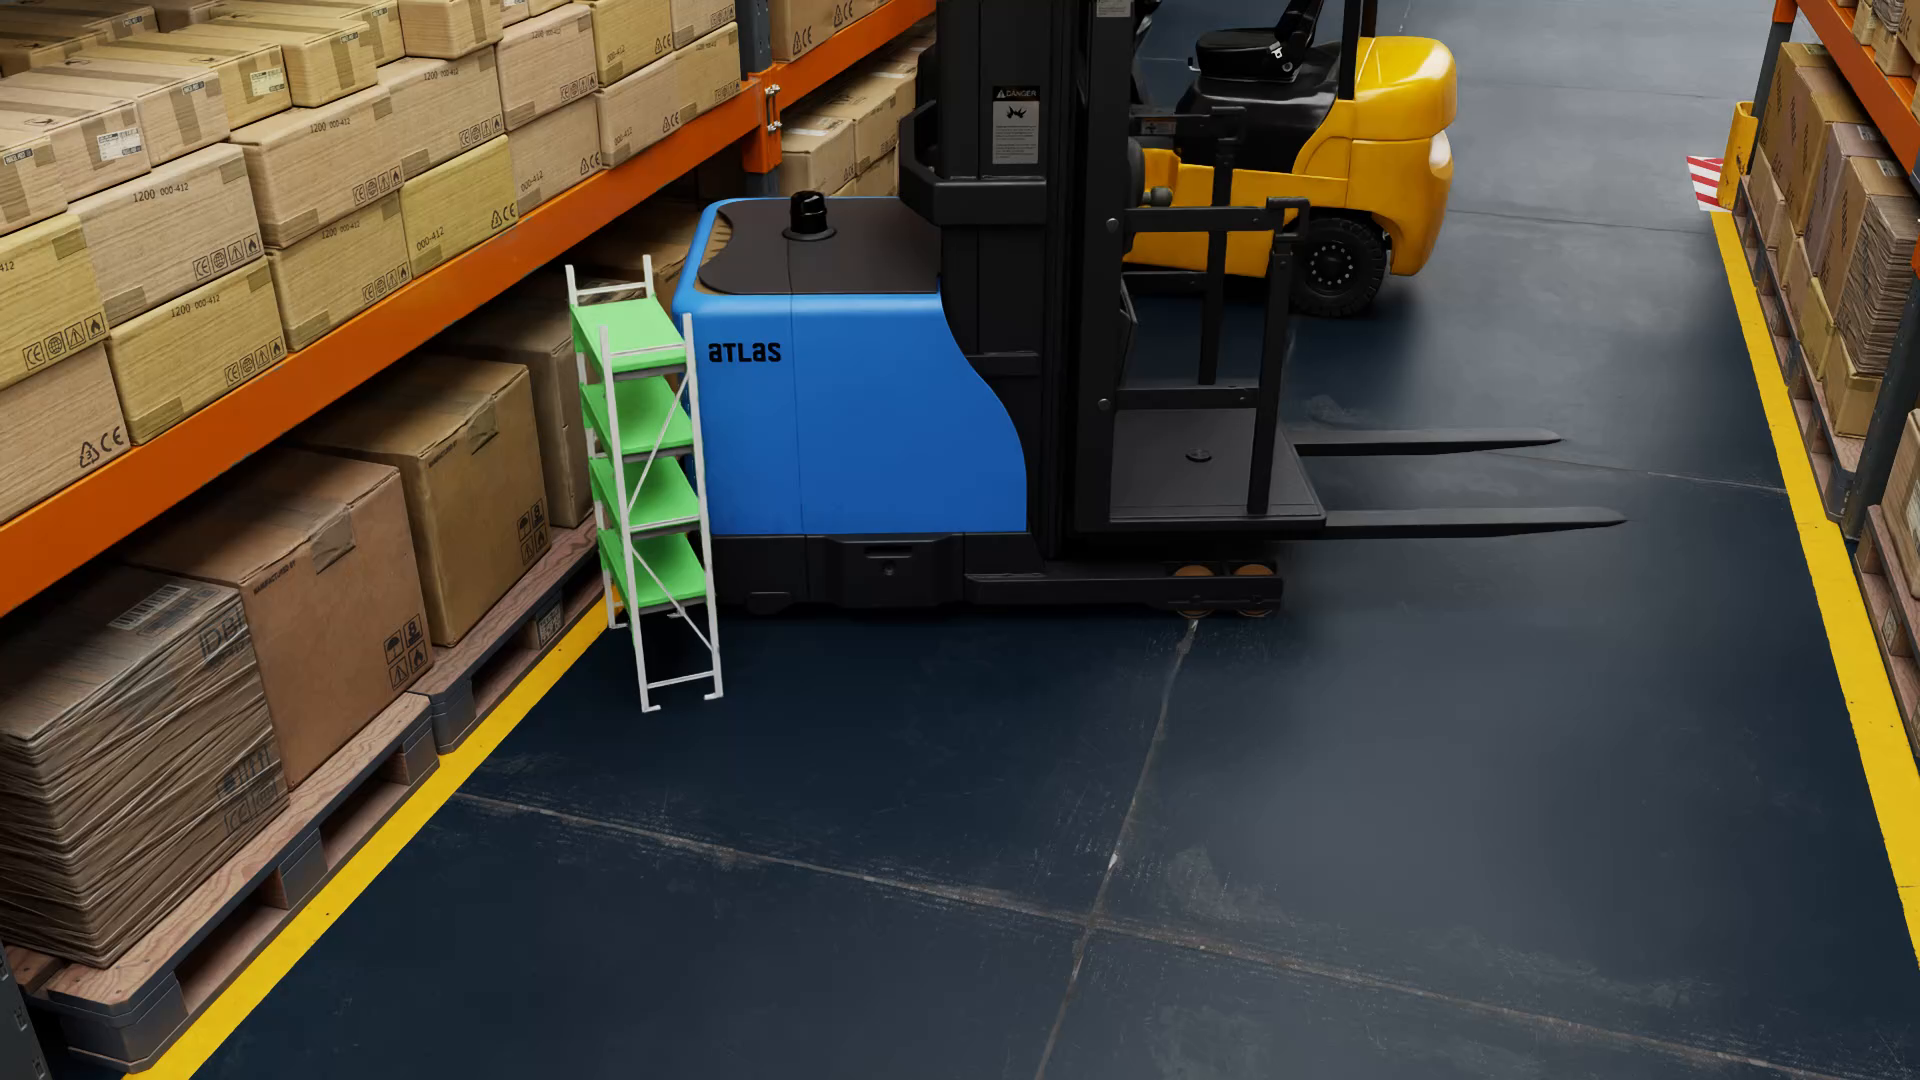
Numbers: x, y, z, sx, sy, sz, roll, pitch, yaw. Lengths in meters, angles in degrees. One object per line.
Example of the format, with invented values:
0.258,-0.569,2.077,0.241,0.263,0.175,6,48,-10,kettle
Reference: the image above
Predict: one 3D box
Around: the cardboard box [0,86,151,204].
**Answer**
-1.867,-0.790,3.315,0.380,0.149,0.250,9,30,16,cardboard box

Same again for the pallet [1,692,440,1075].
-2.091,0.732,4.217,1.003,0.211,1.213,8,30,15,pallet

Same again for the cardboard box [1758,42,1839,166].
4.217,-2.084,8.035,0.500,0.500,0.500,7,30,13,cardboard box

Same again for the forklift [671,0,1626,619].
0.644,-1.290,5.053,3.031,2.935,1.130,-1,29,-1,forklift

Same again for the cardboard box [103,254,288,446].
-1.854,-0.448,3.625,0.500,0.250,0.500,8,30,14,cardboard box

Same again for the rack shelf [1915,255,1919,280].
2.963,-0.018,3.437,1.077,0.370,4.000,8,30,15,rack shelf

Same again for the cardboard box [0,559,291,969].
-2.174,0.457,3.854,0.875,0.625,0.625,9,30,16,cardboard box

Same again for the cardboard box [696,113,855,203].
-0.754,-1.567,6.850,0.500,0.250,0.500,8,30,14,cardboard box

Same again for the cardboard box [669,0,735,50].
-1.096,-1.857,5.642,0.500,0.250,0.500,8,30,14,cardboard box

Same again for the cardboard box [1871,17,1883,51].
3.752,-1.932,6.396,0.380,0.149,0.250,8,30,14,cardboard box

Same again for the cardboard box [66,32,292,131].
-1.757,-1.034,3.754,0.380,0.149,0.250,9,30,15,cardboard box

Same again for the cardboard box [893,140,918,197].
-0.454,-1.816,7.811,0.500,0.250,0.500,8,30,14,cardboard box

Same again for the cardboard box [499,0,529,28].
-1.431,-1.507,4.604,0.380,0.149,0.250,9,30,15,cardboard box

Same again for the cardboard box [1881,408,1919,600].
3.398,-0.053,5.031,0.950,0.372,0.625,9,30,16,cardboard box

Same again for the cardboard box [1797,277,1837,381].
3.613,-0.806,6.509,0.500,0.250,0.500,8,30,14,cardboard box

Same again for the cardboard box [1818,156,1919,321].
3.615,-1.121,6.305,0.500,0.500,0.500,9,30,16,cardboard box

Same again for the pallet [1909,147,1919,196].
3.187,-0.844,4.378,1.003,0.211,1.213,8,30,15,pallet

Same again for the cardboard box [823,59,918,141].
-0.459,-2.036,7.693,0.500,0.250,0.500,10,30,17,cardboard box

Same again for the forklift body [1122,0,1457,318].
1.165,-2.315,7.699,2.313,2.155,1.214,8,30,15,forklift body

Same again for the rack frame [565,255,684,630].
-0.995,-0.265,4.992,0.240,1.200,0.015,-11,31,-19,rack frame

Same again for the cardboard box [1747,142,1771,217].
4.223,-1.767,8.238,0.500,0.250,0.500,8,30,14,cardboard box

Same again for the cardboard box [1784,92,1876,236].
3.912,-1.608,7.181,0.500,0.500,0.500,9,30,16,cardboard box

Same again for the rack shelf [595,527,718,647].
-0.905,0.111,4.942,0.258,0.148,0.480,-11,31,-19,rack shelf

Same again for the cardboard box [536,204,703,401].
-1.339,-0.870,6.239,0.875,0.625,0.625,10,31,17,cardboard box

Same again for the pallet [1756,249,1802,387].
4.070,-0.929,7.203,1.003,0.211,1.213,8,30,15,pallet

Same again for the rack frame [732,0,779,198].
-1.196,-1.968,6.203,1.000,3.000,0.127,8,30,15,rack frame

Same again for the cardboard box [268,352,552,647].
-1.792,-0.161,4.964,0.875,0.625,0.625,7,30,13,cardboard box

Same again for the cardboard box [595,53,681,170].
-1.236,-1.397,5.330,0.500,0.250,0.500,8,30,15,cardboard box

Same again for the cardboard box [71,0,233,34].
-2.036,-1.333,4.291,0.380,0.149,0.250,9,30,16,cardboard box

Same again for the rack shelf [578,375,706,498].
-0.905,-0.309,4.708,0.258,0.148,0.480,-11,31,-19,rack shelf

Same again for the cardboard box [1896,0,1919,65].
3.587,-1.918,5.703,0.500,0.500,0.500,10,30,17,cardboard box

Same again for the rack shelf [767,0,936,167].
-0.609,-2.584,8.049,1.077,0.370,4.000,8,30,15,rack shelf

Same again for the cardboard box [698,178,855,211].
-0.759,-1.350,6.973,0.500,0.250,0.500,8,30,15,cardboard box

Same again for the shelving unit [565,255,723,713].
-0.905,-0.155,4.794,0.258,1.200,0.503,-11,31,-19,shelving unit

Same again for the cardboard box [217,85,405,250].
-1.687,-0.907,3.935,0.500,0.250,0.500,8,30,14,cardboard box

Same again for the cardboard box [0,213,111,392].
-1.983,-0.430,3.078,0.500,0.250,0.500,8,30,15,cardboard box

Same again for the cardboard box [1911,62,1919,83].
3.657,-1.686,5.953,0.380,0.149,0.250,8,30,14,cardboard box

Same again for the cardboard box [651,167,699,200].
-1.237,-1.644,6.987,0.500,0.250,0.500,9,30,16,cardboard box

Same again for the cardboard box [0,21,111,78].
-2.207,-1.100,3.872,0.380,0.149,0.250,8,30,15,cardboard box

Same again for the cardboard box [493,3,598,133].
-1.396,-1.380,4.785,0.500,0.250,0.500,9,30,16,cardboard box

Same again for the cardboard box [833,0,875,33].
-0.679,-2.426,6.922,0.500,0.500,0.500,9,30,16,cardboard box

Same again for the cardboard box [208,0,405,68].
-1.642,-1.279,4.193,0.380,0.149,0.250,8,30,15,cardboard box

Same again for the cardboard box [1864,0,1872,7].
3.881,-2.398,6.567,0.500,0.500,0.500,8,30,14,cardboard box

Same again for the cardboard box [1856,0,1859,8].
4.028,-2.284,7.028,0.380,0.149,0.250,10,30,17,cardboard box

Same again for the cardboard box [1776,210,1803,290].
3.918,-1.276,7.354,0.500,0.250,0.500,11,31,18,cardboard box

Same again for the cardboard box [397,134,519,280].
-1.556,-0.930,4.490,0.500,0.250,0.500,9,30,16,cardboard box

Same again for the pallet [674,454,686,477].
-1.375,-0.402,6.255,1.003,0.211,1.213,8,30,15,pallet

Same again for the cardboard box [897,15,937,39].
-0.142,-2.514,8.551,0.500,0.250,0.500,9,30,16,cardboard box

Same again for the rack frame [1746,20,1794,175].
4.724,-3.121,8.274,1.000,3.000,0.127,8,30,15,rack frame
